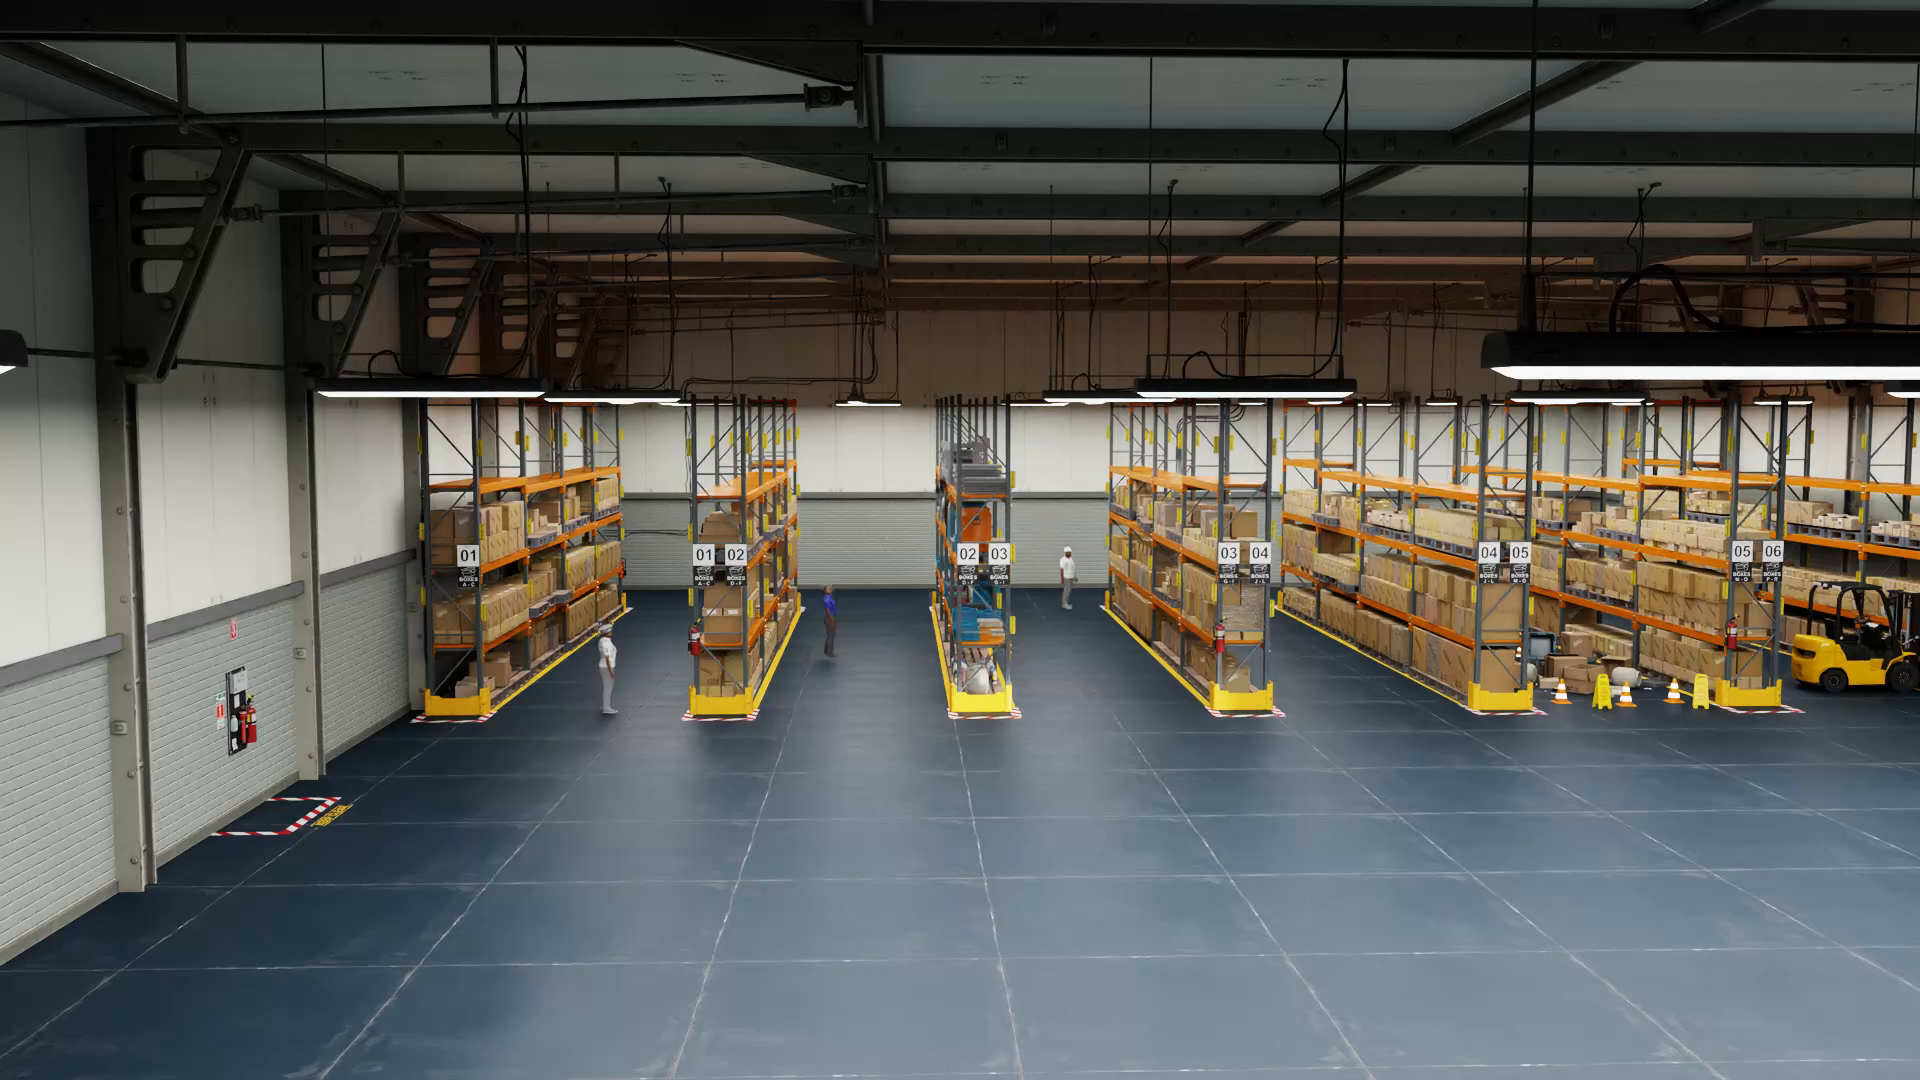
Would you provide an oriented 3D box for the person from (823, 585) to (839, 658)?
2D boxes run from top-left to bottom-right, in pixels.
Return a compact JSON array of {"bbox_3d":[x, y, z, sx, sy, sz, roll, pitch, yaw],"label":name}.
[{"bbox_3d":[-2.945,1.879,38.009,0.363,1.674,0.517,-1,5,-9],"label":"person"}]

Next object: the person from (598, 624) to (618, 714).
[{"bbox_3d":[-6.630,2.433,31.330,0.379,1.726,0.527,0,5,-4],"label":"person"}]

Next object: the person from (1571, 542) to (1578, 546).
[{"bbox_3d":[18.356,0.938,49.639,0.845,1.737,0.556,0,5,-6],"label":"person"}]

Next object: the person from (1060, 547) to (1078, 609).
[{"bbox_3d":[3.114,1.085,47.803,0.412,1.780,0.646,3,5,30],"label":"person"}]
